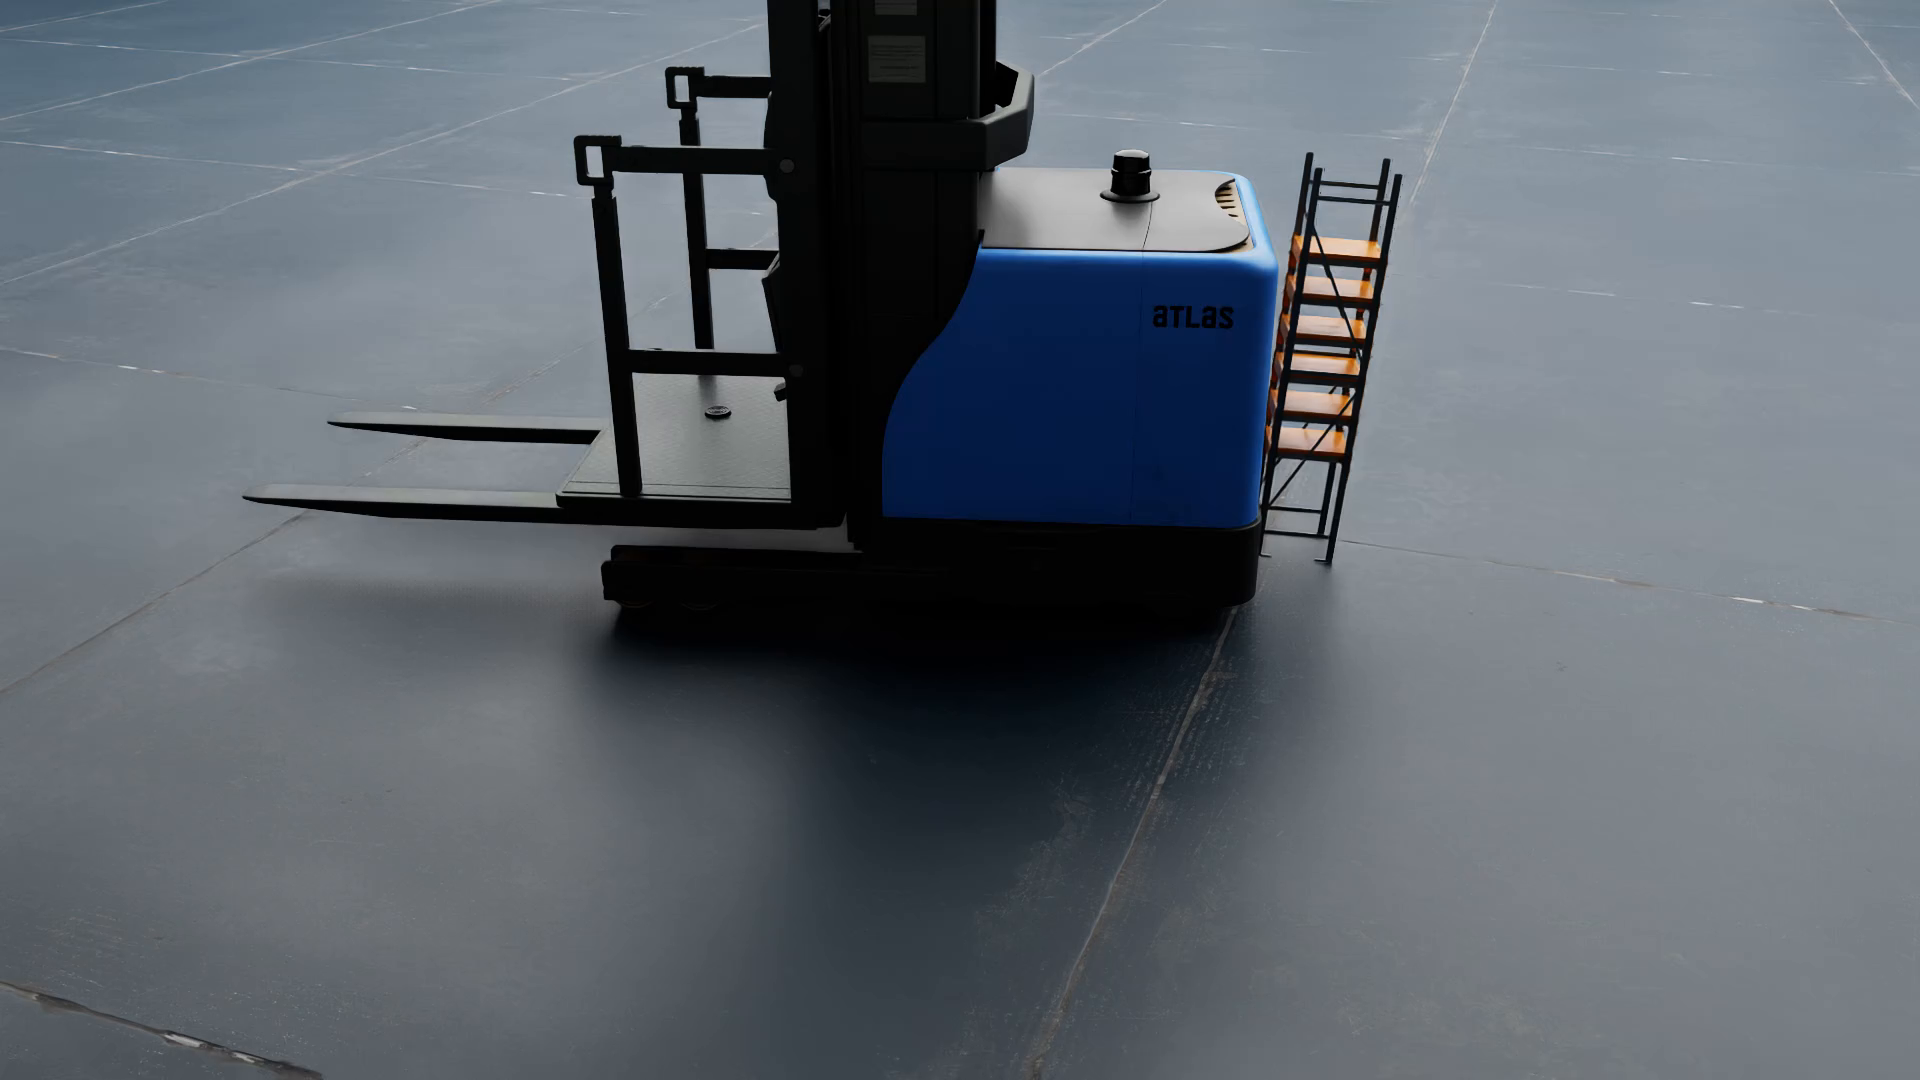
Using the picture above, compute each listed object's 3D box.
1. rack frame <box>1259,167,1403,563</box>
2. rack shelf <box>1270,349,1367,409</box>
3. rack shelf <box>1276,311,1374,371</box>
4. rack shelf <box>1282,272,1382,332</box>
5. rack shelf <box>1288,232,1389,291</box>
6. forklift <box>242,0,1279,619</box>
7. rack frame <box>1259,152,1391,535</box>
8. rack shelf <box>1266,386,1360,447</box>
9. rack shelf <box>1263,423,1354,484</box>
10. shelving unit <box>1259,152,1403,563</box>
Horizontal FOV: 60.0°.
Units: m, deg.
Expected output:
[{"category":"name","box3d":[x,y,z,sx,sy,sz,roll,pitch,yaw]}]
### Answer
[{"category":"rack frame","box3d":[1.060,-0.479,4.845,0.240,1.200,0.006,5,26,1]},{"category":"rack shelf","box3d":[1.063,-0.479,4.947,0.258,0.103,0.180,5,26,1]},{"category":"rack shelf","box3d":[1.070,-0.587,4.894,0.258,0.103,0.180,5,26,1]},{"category":"rack shelf","box3d":[1.078,-0.694,4.841,0.258,0.103,0.180,5,26,1]},{"category":"rack shelf","box3d":[1.086,-0.802,4.789,0.258,0.103,0.180,5,26,1]},{"category":"forklift","box3d":[-0.629,-1.341,4.656,3.031,2.935,1.130,2,26,4]},{"category":"rack frame","box3d":[1.071,-0.559,5.009,0.240,1.200,0.006,5,26,1]},{"category":"rack shelf","box3d":[1.055,-0.372,5.000,0.258,0.103,0.180,5,26,1]},{"category":"rack shelf","box3d":[1.047,-0.264,5.052,0.258,0.103,0.180,5,26,1]},{"category":"shelving unit","box3d":[1.066,-0.519,4.927,0.258,1.200,0.189,5,26,1]}]
